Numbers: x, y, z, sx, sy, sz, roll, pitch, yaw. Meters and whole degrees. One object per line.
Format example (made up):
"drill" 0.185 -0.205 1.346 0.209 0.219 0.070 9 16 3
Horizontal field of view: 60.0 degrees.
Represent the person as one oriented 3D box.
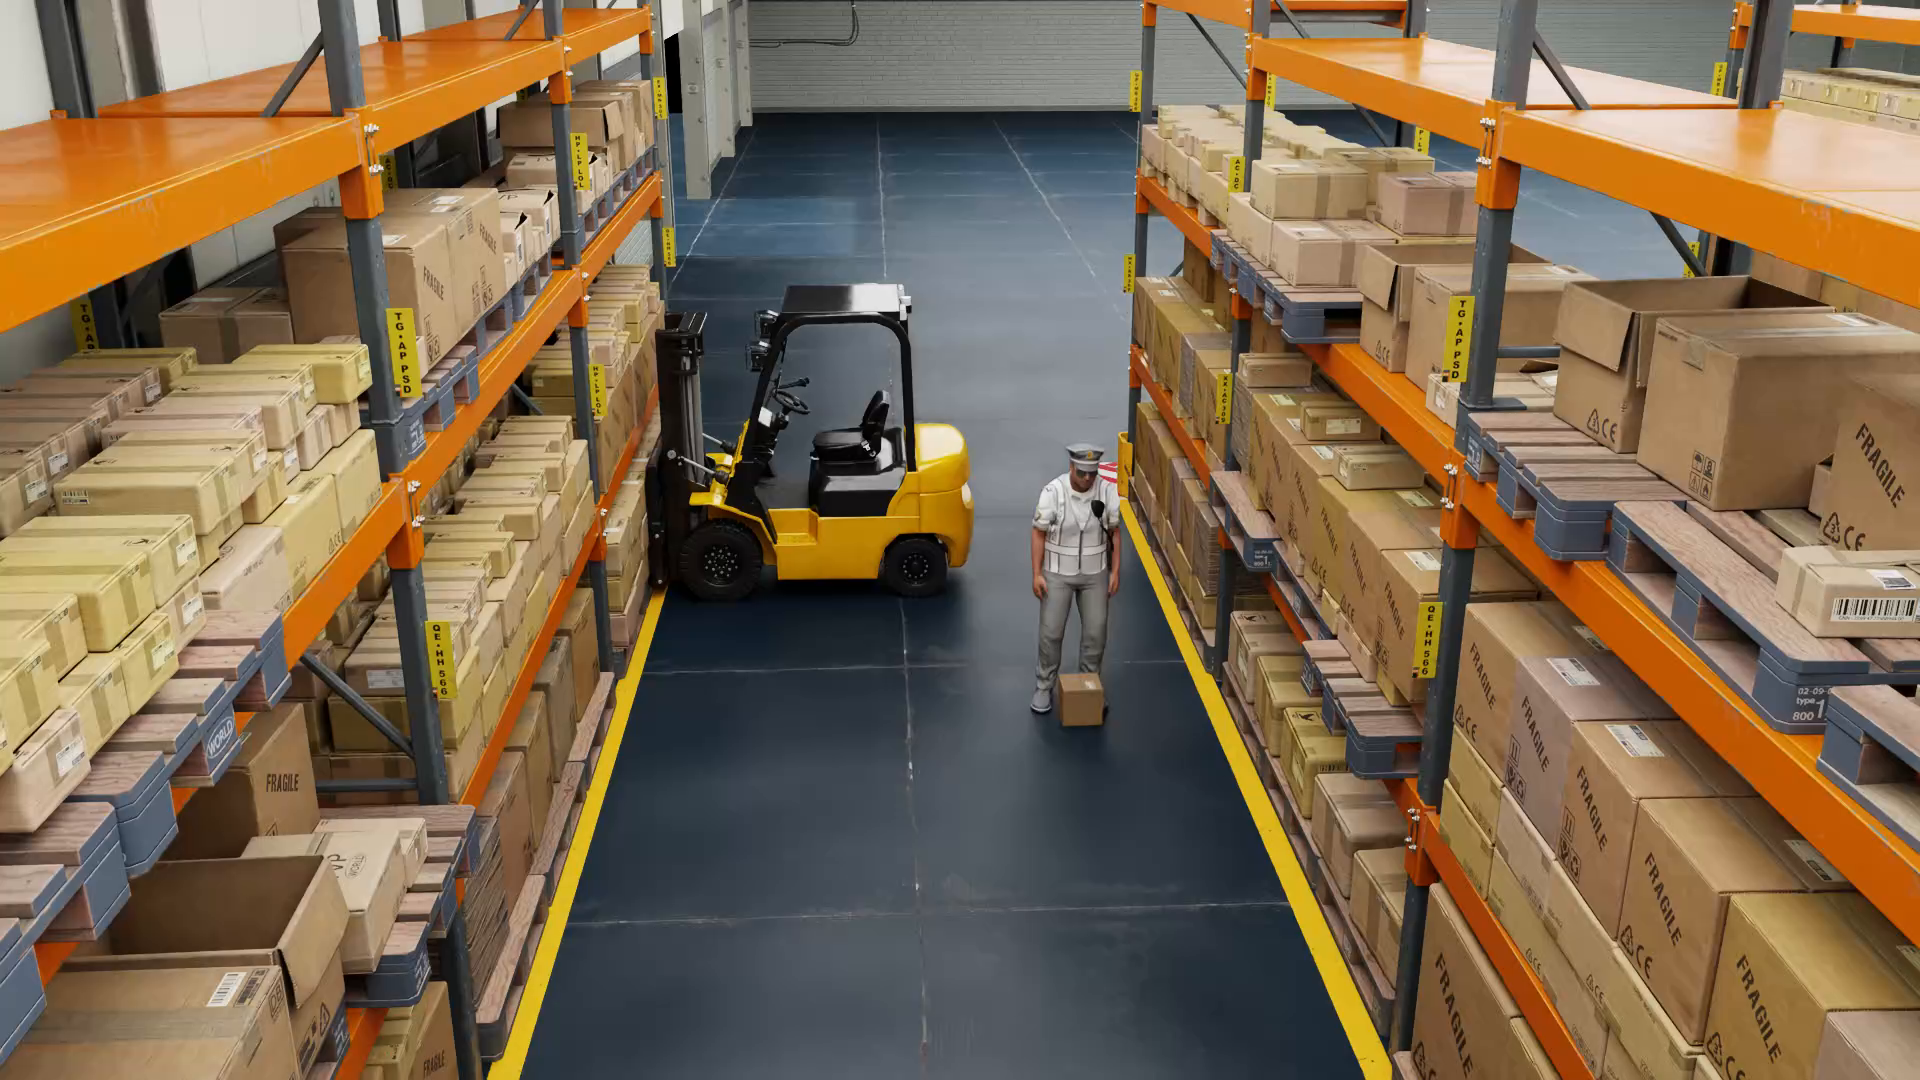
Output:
"person" 0.730 0.208 10.501 0.582 1.747 0.435 -2 20 -6
